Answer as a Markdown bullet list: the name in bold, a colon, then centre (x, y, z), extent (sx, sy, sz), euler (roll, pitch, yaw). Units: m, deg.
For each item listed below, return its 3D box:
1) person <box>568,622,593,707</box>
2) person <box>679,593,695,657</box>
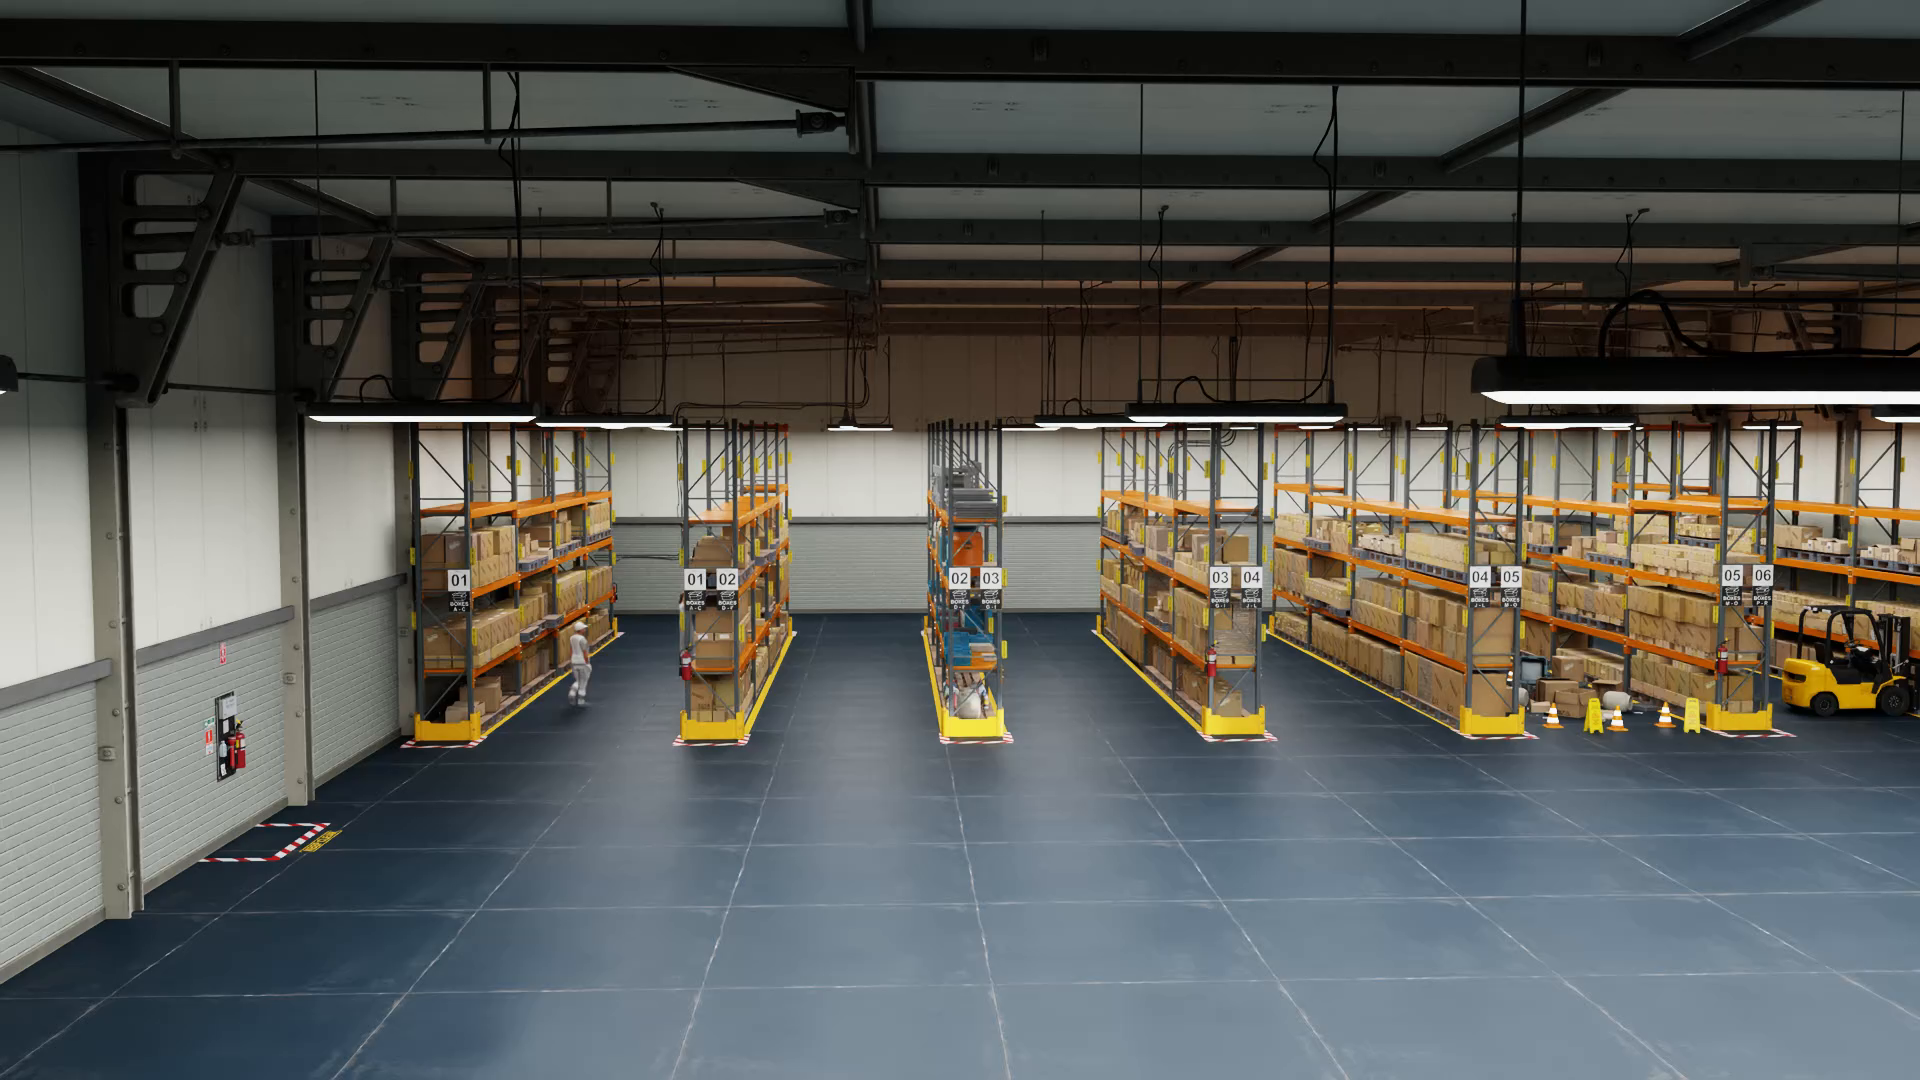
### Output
- **person**: centre (-7.930, 2.592, 34.669), extent (0.558, 1.784, 0.497), euler (2, 4, 30)
- **person**: centre (-6.941, 2.176, 42.518), extent (0.570, 1.667, 0.490), euler (3, 5, 39)
